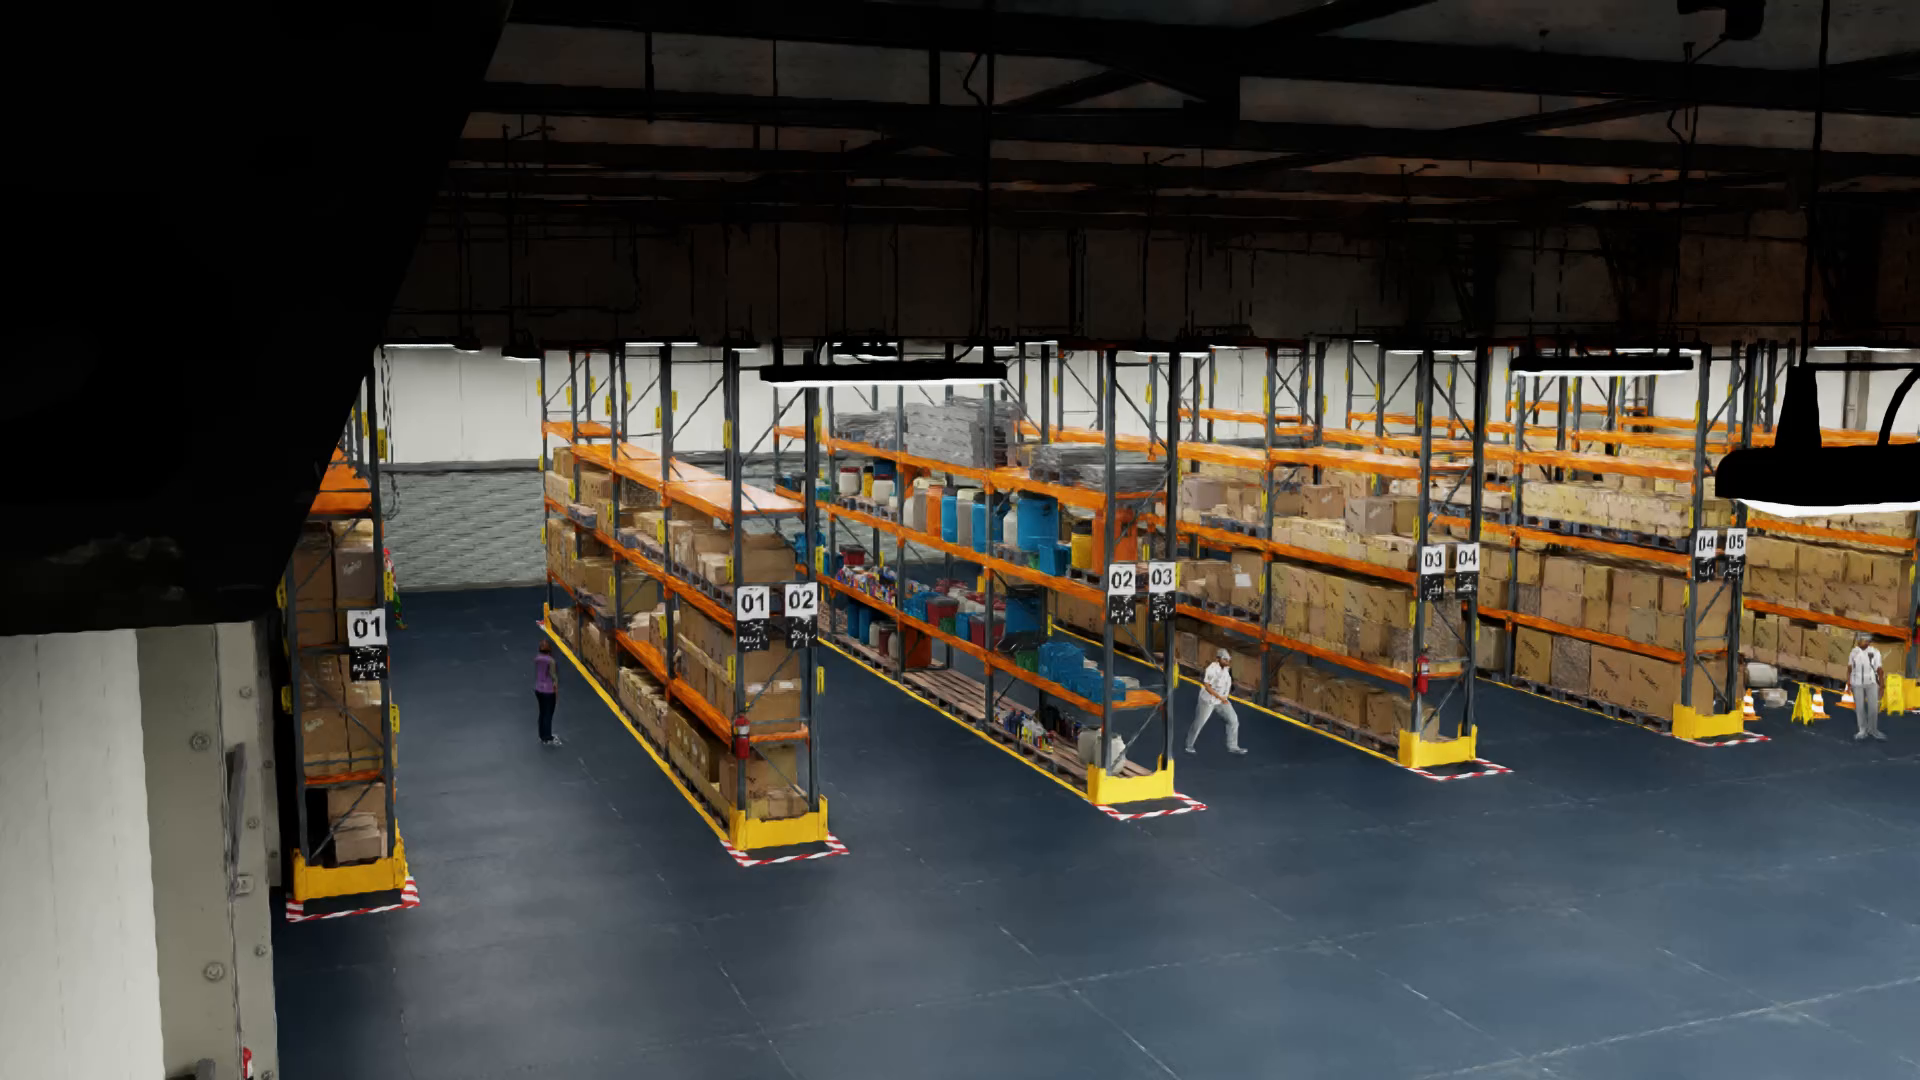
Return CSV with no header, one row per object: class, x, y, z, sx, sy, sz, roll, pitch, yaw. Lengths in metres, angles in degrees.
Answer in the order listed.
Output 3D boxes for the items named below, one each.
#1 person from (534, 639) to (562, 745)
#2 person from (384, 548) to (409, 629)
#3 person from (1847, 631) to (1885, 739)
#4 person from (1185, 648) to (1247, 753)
person,-6.203,2.286,25.032,0.465,1.586,0.401,6,9,37
person,-11.915,1.000,34.390,0.675,1.723,0.793,-7,10,-42
person,13.828,2.214,25.342,0.574,1.658,0.397,6,9,37
person,3.756,2.353,24.526,0.656,1.597,0.818,-6,9,-38
